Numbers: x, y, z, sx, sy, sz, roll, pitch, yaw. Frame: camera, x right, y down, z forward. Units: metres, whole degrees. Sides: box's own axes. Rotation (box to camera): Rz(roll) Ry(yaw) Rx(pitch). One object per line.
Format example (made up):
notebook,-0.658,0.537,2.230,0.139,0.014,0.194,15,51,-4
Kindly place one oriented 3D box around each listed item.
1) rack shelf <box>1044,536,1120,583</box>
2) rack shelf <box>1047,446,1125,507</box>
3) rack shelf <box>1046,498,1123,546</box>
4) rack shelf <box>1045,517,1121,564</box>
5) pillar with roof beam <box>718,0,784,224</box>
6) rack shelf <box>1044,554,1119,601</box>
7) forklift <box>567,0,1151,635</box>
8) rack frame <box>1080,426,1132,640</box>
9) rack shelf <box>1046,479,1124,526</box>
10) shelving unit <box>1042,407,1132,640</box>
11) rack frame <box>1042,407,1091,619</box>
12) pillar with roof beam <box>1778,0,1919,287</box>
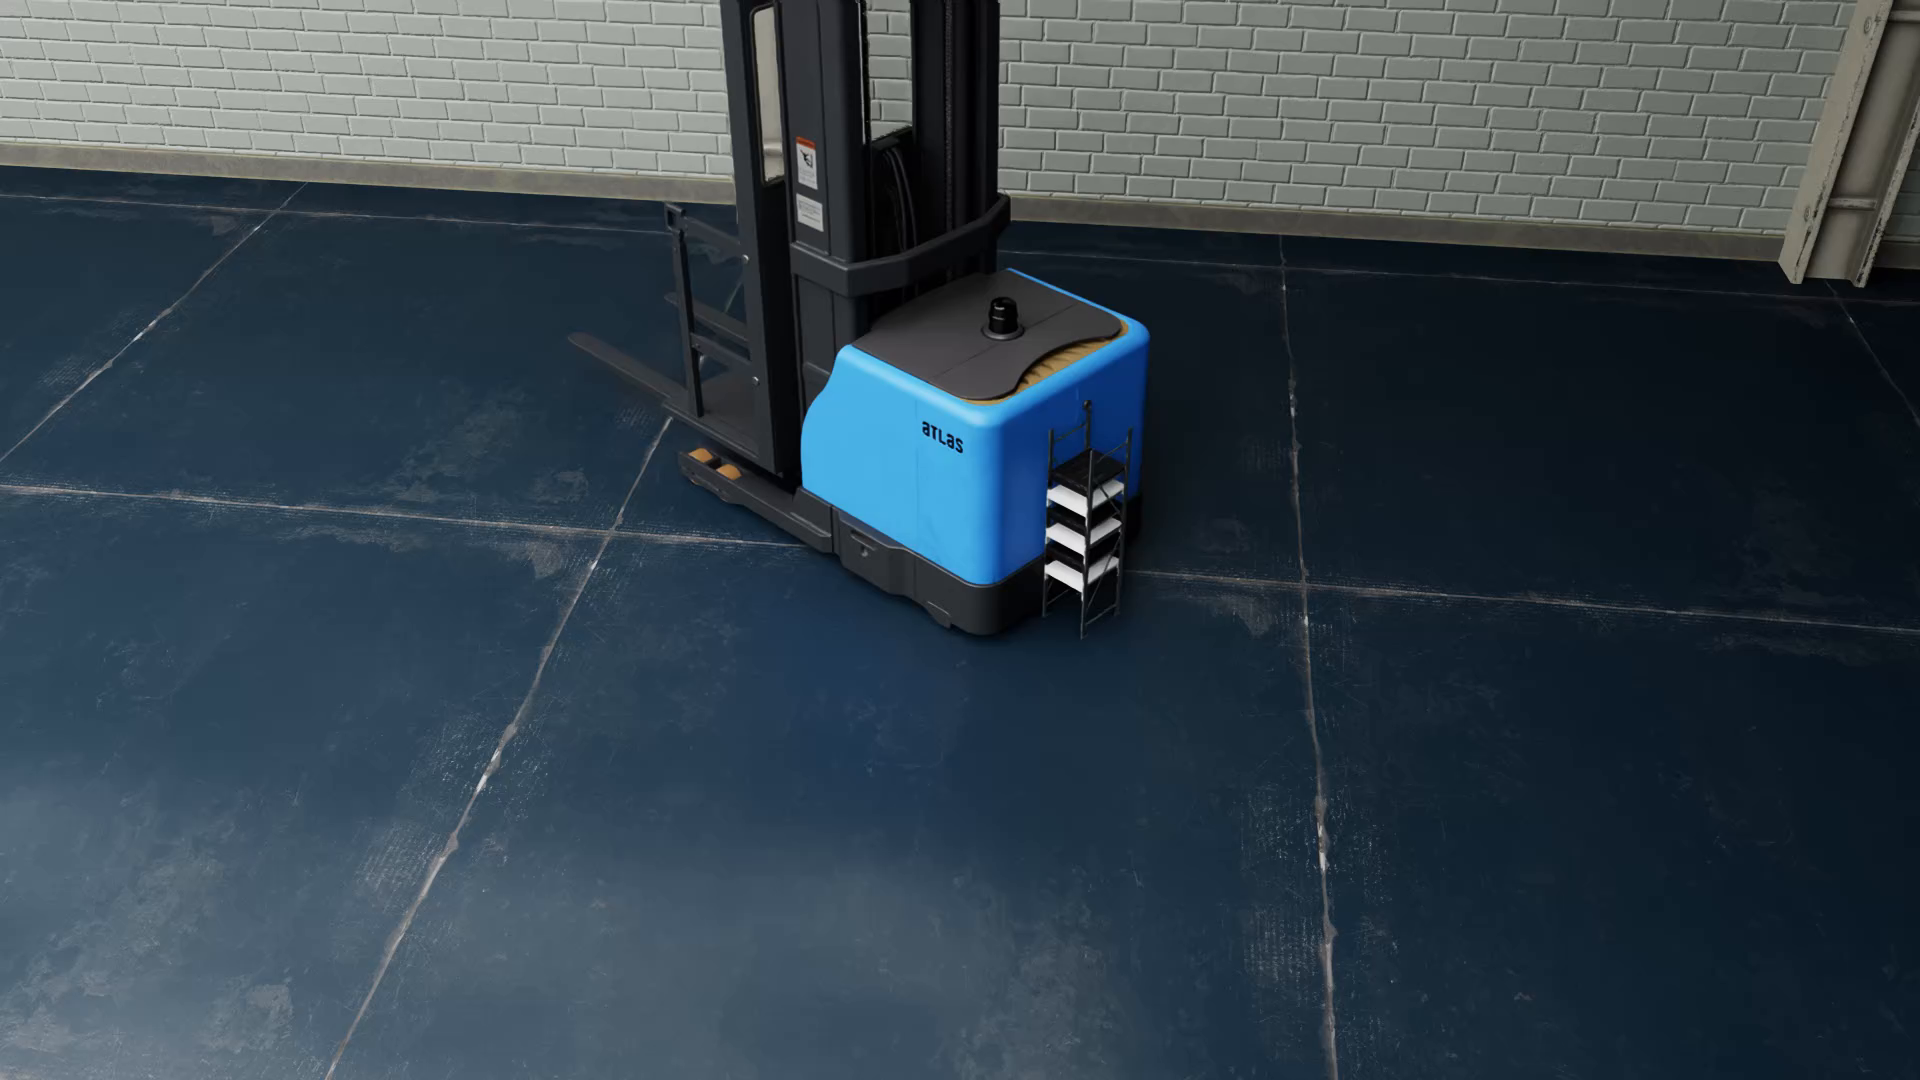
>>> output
rack shelf,0.495,0.046,6.624,0.200,0.077,0.258,29,45,34
rack shelf,0.495,-0.247,6.415,0.200,0.077,0.258,29,45,34
rack shelf,0.495,-0.101,6.519,0.200,0.077,0.258,29,45,34
rack shelf,0.495,-0.028,6.571,0.200,0.077,0.258,29,45,34
pillar with roof beam,-1.657,-3.129,3.887,0.400,9.000,9.100,4,36,6
rack shelf,0.495,0.119,6.676,0.200,0.077,0.258,29,45,34
forklift,-0.638,-1.559,6.912,3.031,2.935,1.130,29,45,34
rack frame,0.569,-0.014,6.495,0.006,0.900,0.240,29,45,34
rack shelf,0.495,-0.174,6.467,0.200,0.077,0.258,29,45,34
shelving unit,0.495,-0.055,6.552,0.210,0.900,0.258,29,45,34
rack frame,0.422,-0.096,6.609,0.006,0.900,0.240,29,45,34
pillar with roof beam,4.294,-2.685,3.265,0.400,9.000,9.100,4,36,6
